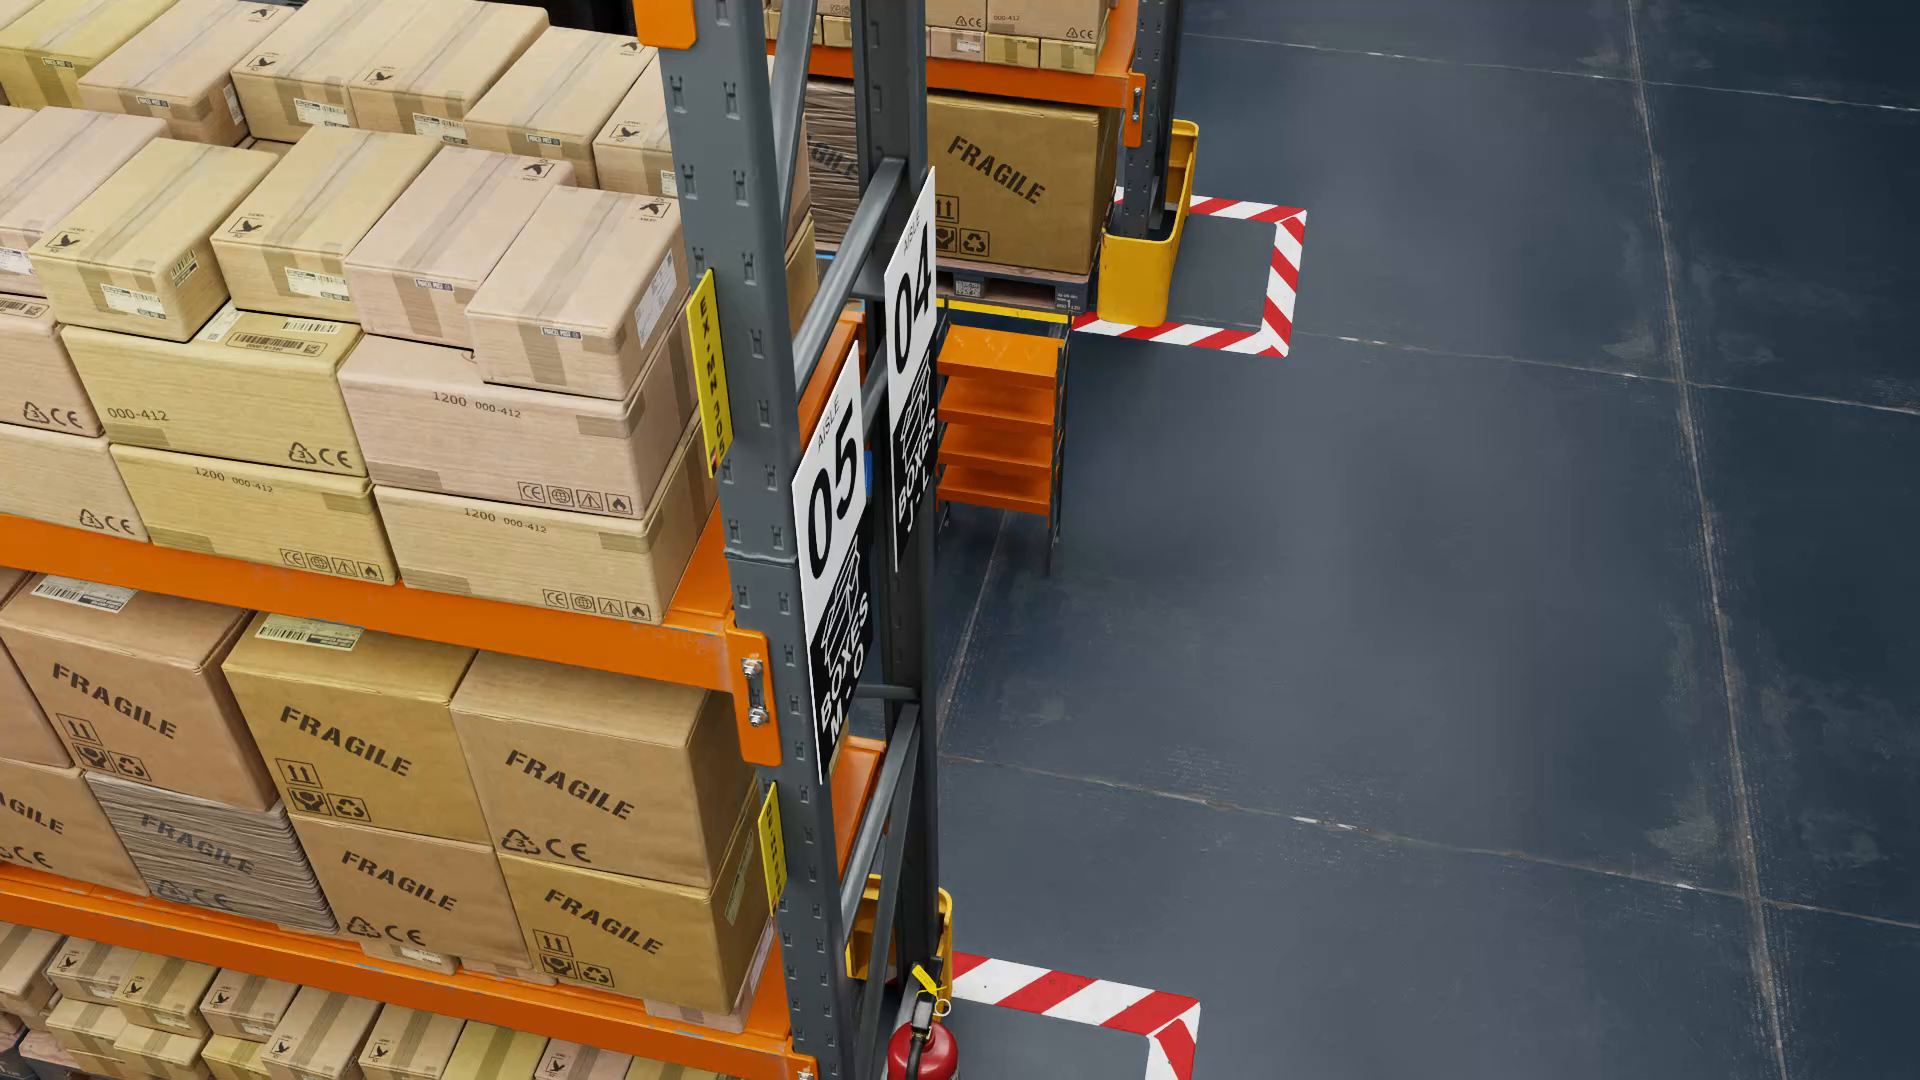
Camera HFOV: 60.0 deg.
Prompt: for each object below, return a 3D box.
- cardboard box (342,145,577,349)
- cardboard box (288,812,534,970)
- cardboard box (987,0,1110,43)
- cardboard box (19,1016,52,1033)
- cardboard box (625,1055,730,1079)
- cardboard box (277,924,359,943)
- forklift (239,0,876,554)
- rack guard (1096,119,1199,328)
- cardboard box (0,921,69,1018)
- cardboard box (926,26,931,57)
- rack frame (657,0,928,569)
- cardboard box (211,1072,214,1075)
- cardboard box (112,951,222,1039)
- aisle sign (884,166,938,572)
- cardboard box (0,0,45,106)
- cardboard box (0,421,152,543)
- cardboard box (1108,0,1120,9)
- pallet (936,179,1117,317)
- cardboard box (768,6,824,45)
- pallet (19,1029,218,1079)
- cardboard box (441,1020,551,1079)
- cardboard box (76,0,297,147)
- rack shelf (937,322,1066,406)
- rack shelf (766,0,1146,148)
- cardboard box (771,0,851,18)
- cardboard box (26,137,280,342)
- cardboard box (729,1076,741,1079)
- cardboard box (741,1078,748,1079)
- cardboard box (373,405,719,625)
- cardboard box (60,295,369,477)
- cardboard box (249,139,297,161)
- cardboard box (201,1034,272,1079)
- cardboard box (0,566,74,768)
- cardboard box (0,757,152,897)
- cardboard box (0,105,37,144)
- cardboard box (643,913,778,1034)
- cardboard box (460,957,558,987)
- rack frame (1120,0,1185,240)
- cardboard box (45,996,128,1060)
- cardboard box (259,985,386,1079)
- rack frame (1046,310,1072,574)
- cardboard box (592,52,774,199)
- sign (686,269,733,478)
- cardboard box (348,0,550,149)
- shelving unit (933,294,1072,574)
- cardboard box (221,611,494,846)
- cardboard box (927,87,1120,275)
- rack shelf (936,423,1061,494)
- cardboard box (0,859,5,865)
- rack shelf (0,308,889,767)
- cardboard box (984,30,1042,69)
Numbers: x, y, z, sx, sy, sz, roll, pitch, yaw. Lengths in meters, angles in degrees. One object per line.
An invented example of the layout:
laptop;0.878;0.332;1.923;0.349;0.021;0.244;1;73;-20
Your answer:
cardboard box;-0.846;-0.509;2.873;0.250;0.149;0.380;9;45;10
cardboard box;-1.230;0.664;4.071;0.500;0.500;0.500;8;45;8
cardboard box;0.417;-2.506;7.544;0.500;0.250;0.500;8;45;8
cardboard box;-2.810;1.389;5.356;0.250;0.149;0.380;7;44;7
cardboard box;-0.806;1.535;4.776;0.250;0.149;0.380;9;45;10
cardboard box;-1.601;0.841;4.354;0.250;0.149;0.380;7;44;7
forklift;-1.832;-1.291;6.437;3.031;2.935;1.130;7;44;8
rack guard;0.971;-1.655;8.569;0.348;0.500;1.175;9;45;9
cardboard box;-2.843;1.235;5.088;0.250;0.149;0.380;10;45;10
cardboard box;-0.215;-2.415;7.738;0.250;0.149;0.380;10;45;10
rack frame;-0.234;-1.379;2.154;0.127;3.000;1.000;9;45;9
cardboard box;-2.304;1.482;5.260;0.250;0.149;0.380;10;45;10
cardboard box;-2.327;1.284;5.037;0.250;0.149;0.380;9;45;9
aisle sign;-0.097;-0.346;3.532;0.004;0.787;0.394;9;45;9
cardboard box;-2.009;-1.027;3.411;0.250;0.149;0.380;10;45;10
cardboard box;-1.716;-0.291;3.294;0.500;0.250;0.500;11;45;11
cardboard box;0.673;-2.746;8.081;0.250;0.149;0.380;9;45;10
pallet;0.150;-1.622;8.744;1.213;0.211;1.003;9;45;9
cardboard box;-0.722;-2.492;7.817;0.250;0.149;0.380;9;45;9
pallet;-2.280;1.442;5.559;1.213;0.211;1.003;9;45;9
cardboard box;-1.319;1.505;4.807;0.250;0.149;0.380;8;44;8
cardboard box;-1.505;-0.917;3.297;0.250;0.149;0.380;10;45;10
rack shelf;0.162;-0.690;6.495;0.480;0.148;0.258;9;45;9
rack shelf;-1.004;-2.603;8.270;4.000;0.370;1.077;9;45;9
cardboard box;-0.575;-2.660;7.704;0.500;0.250;0.500;7;44;8
cardboard box;-1.374;-0.528;2.893;0.250;0.149;0.380;9;45;10
cardboard box;-0.811;1.664;4.857;0.250;0.149;0.380;8;44;8
cardboard box;-0.793;1.719;5.014;0.250;0.149;0.380;10;45;10
cardboard box;-0.735;-0.134;3.132;0.500;0.250;0.500;8;44;8
cardboard box;-1.238;-0.399;3.046;0.500;0.250;0.500;8;44;8
cardboard box;-1.115;-0.745;3.406;0.500;0.250;0.500;8;45;9
cardboard box;-2.073;1.466;5.063;0.250;0.149;0.380;11;45;11
cardboard box;-2.255;0.151;3.883;0.500;0.500;0.500;7;44;8
cardboard box;-2.211;0.511;4.230;0.500;0.500;0.500;11;45;11
cardboard box;-1.865;-0.635;3.004;0.250;0.149;0.380;10;45;10
cardboard box;-0.614;1.015;4.174;0.250;0.149;0.380;9;45;9
cardboard box;-1.096;0.924;4.268;0.250;0.149;0.380;8;45;9
rack frame;0.948;-2.559;7.706;0.127;3.000;1.000;9;45;9
cardboard box;-2.583;1.388;5.143;0.250;0.149;0.380;9;45;9
cardboard box;-1.832;1.420;4.896;0.250;0.149;0.380;10;45;11
rack frame;0.400;-0.370;6.730;0.015;1.200;0.240;9;45;9
cardboard box;-0.500;-0.771;3.146;0.250;0.149;0.380;8;45;9
sign;-0.375;-0.245;2.500;0.005;0.325;0.100;9;45;9
cardboard box;-0.994;-0.913;3.292;0.250;0.149;0.380;9;45;9
shelving unit;0.162;-0.407;6.768;0.503;1.200;0.258;9;45;9
cardboard box;-1.229;0.301;3.727;0.500;0.500;0.500;7;44;8
cardboard box;0.306;-1.988;8.341;0.875;0.875;0.875;9;45;9
rack shelf;0.162;-0.359;6.815;0.480;0.148;0.258;9;45;9
cardboard box;-2.637;0.698;4.503;0.250;0.149;0.380;11;45;11
rack shelf;-2.186;-0.342;3.758;4.000;0.370;1.077;9;45;9
cardboard box;0.274;-2.338;7.657;0.250;0.149;0.380;9;45;9
